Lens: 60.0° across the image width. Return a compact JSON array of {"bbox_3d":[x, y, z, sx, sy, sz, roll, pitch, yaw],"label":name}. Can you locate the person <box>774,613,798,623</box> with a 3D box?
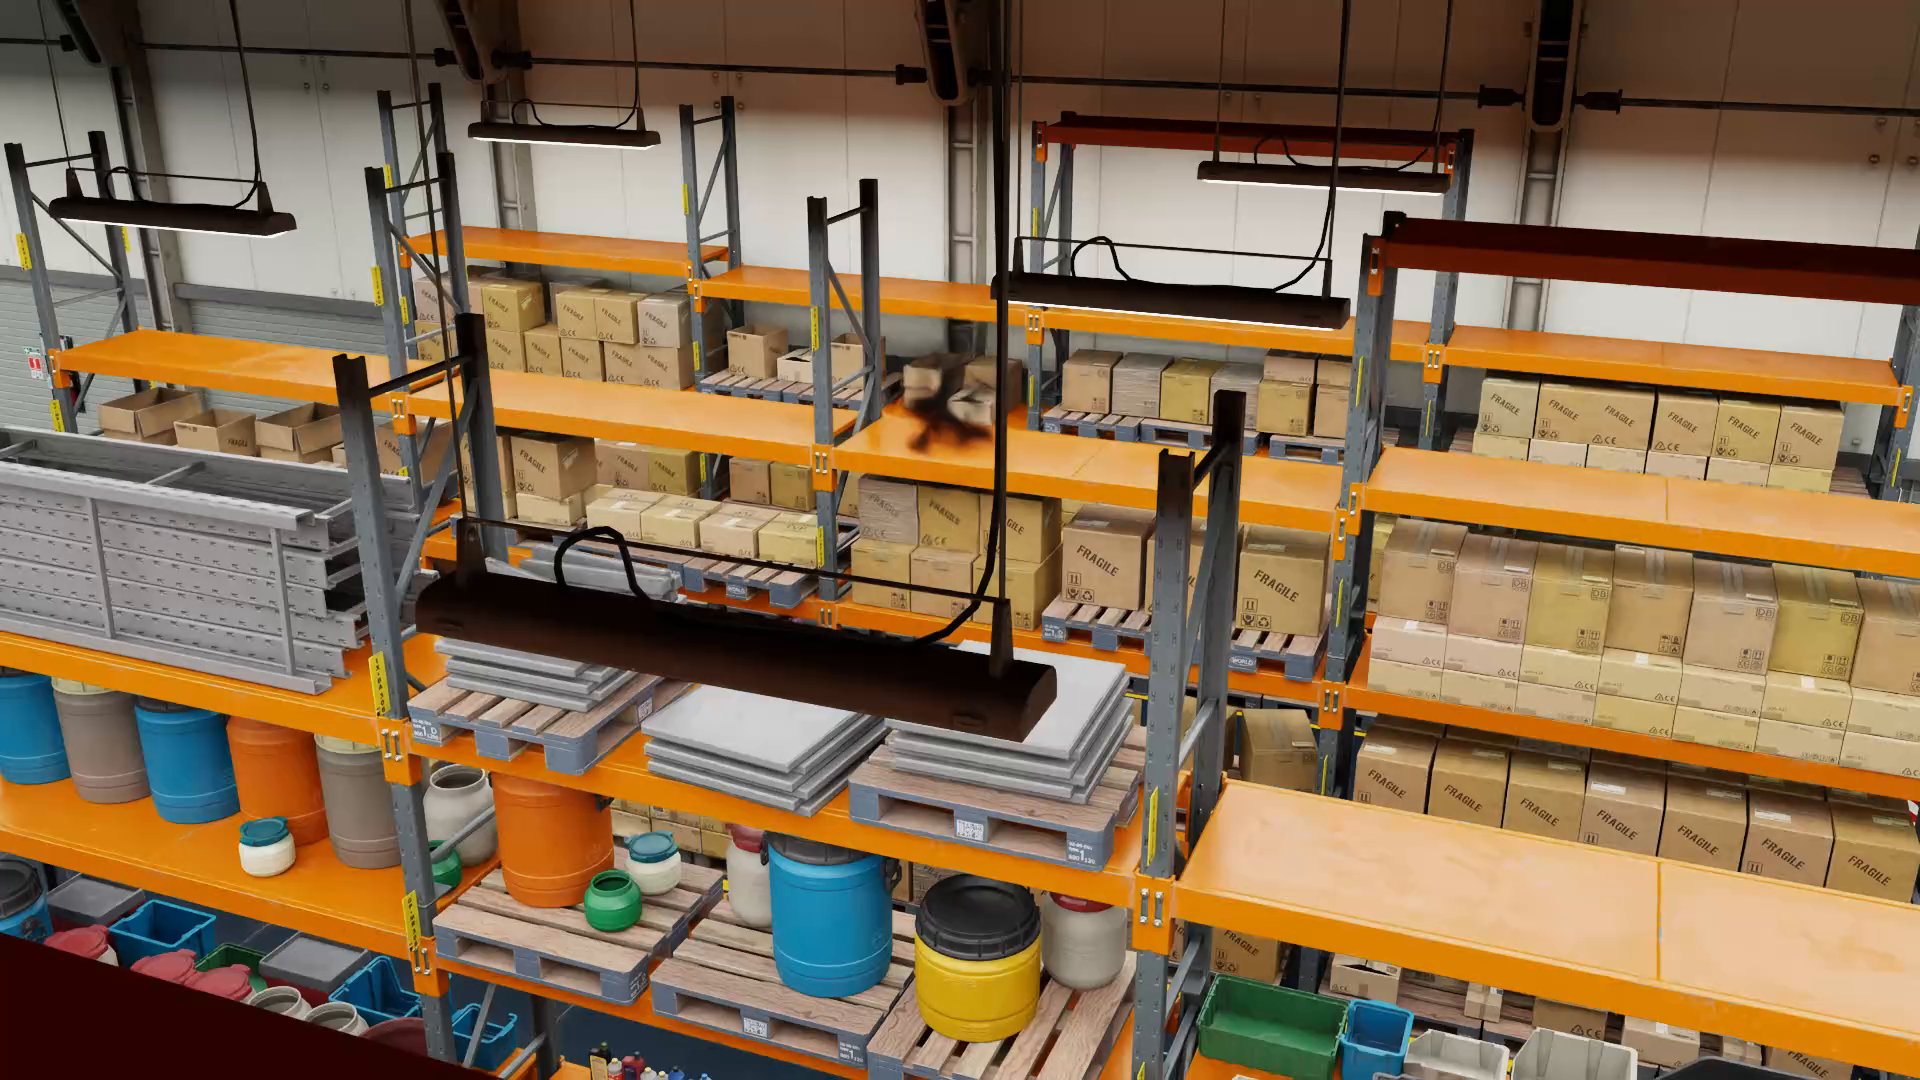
[{"bbox_3d":[-1.754,1.304,16.780,0.563,1.549,0.533,6,22,15],"label":"person"}]
